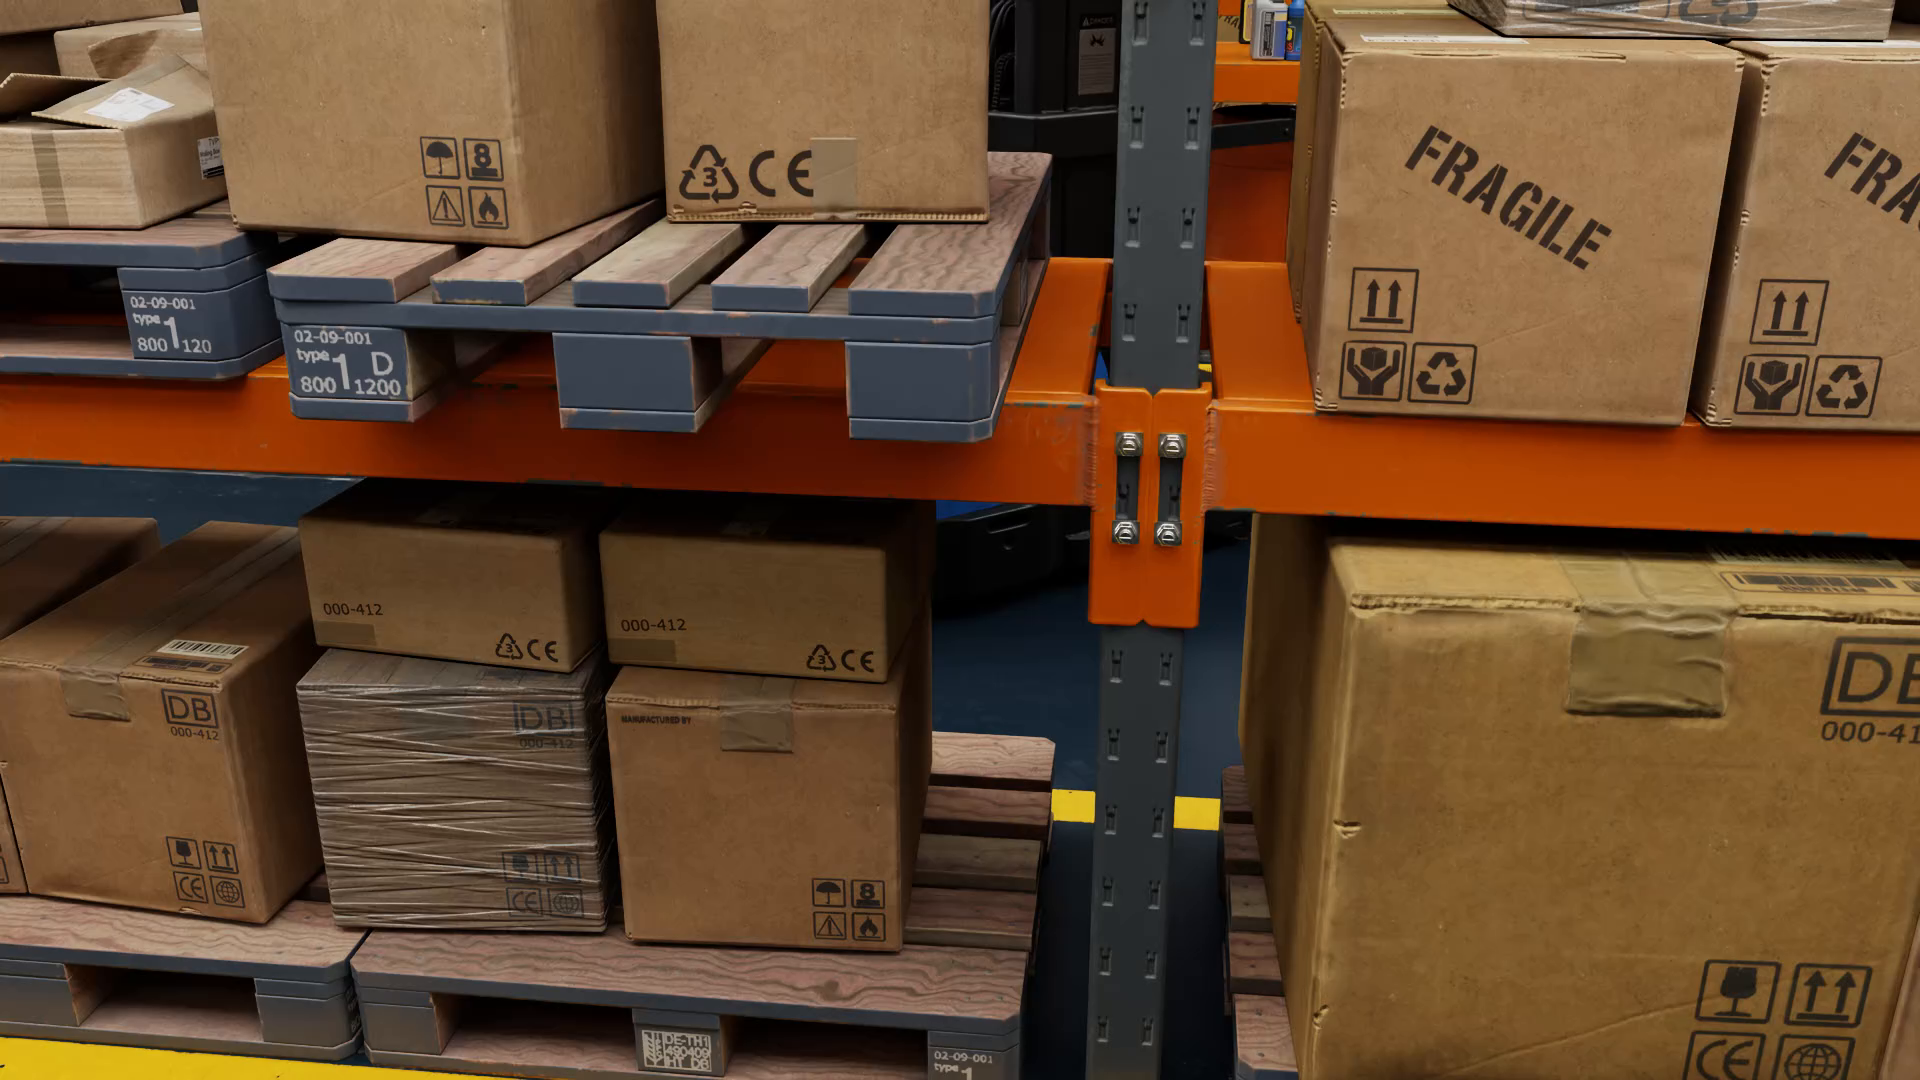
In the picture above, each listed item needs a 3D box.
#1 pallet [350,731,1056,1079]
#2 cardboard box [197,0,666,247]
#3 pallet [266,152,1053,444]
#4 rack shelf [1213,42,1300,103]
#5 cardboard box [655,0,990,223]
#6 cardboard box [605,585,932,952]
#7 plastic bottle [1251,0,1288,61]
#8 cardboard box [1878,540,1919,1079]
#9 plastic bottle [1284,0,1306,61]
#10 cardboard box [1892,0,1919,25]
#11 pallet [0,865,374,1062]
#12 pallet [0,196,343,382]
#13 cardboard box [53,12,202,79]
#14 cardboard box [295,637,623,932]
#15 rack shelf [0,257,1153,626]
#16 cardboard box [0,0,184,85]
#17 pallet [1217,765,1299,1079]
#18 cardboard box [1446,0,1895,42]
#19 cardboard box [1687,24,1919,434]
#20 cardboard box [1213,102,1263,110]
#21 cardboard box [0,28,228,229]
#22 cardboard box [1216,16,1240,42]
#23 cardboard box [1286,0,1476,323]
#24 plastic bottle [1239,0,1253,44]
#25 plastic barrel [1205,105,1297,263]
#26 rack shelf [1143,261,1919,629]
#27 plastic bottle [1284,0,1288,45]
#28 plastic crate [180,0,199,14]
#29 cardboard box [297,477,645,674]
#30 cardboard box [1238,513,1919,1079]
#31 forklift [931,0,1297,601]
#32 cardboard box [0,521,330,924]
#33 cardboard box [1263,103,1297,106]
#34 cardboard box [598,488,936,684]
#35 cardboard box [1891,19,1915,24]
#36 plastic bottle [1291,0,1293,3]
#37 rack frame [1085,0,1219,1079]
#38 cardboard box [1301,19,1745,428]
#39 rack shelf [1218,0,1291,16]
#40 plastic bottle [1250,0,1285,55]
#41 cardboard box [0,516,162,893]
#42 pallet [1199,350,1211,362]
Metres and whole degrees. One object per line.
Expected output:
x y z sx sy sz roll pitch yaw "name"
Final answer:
-0.440 0.699 3.384 1.213 0.211 1.003 2 22 6 "pallet"
-0.771 -0.801 2.679 0.500 0.500 0.700 6 22 14 "cardboard box"
-0.384 -0.466 2.799 1.003 0.211 1.213 2 22 6 "pallet"
2.905 -1.950 7.271 4.000 0.370 1.077 2 22 6 "rack shelf"
-0.205 -0.814 2.711 0.500 0.500 0.500 0 22 0 "cardboard box"
-0.332 0.373 3.218 0.500 0.500 0.700 1 22 3 "cardboard box"
1.311 -2.177 7.035 0.135 0.276 0.152 2 22 6 "plastic bottle"
1.903 0.309 2.898 0.875 0.875 1.225 3 22 6 "cardboard box"
1.423 -2.160 6.998 0.097 0.271 0.097 0 22 0 "plastic bottle"
1.707 -1.009 2.412 0.637 0.503 0.797 3 22 8 "cardboard box"
-1.648 0.646 3.519 1.213 0.211 1.003 2 22 6 "pallet"
-1.634 -0.545 2.998 1.213 0.211 1.003 2 22 6 "pallet"
-1.301 -0.845 3.130 0.500 0.250 0.500 2 22 5 "cardboard box"
-0.884 0.354 3.266 0.500 0.500 0.700 1 22 2 "cardboard box"
-1.650 -0.315 3.135 4.000 0.370 1.077 2 22 6 "rack shelf"
-1.904 -0.938 3.021 0.637 0.503 0.797 5 22 12 "cardboard box"
1.110 0.795 3.141 1.213 0.211 1.003 2 22 6 "pallet"
1.060 -1.038 2.486 0.637 0.503 0.797 3 22 8 "cardboard box"
1.299 -0.468 2.407 0.500 0.500 0.500 2 22 5 "cardboard box"
1.924 -3.098 11.997 0.500 0.500 0.500 3 22 9 "cardboard box"
-1.352 -0.669 2.665 0.258 0.266 0.396 2 22 5 "cardboard box"
2.800 -5.104 16.624 0.750 0.750 0.750 2 22 6 "cardboard box"
0.855 -0.679 2.940 0.500 0.500 0.500 3 22 8 "cardboard box"
1.371 -2.455 7.729 0.133 0.283 0.061 2 22 6 "plastic bottle"
1.407 -1.542 7.642 0.708 0.830 0.600 2 22 6 "plastic barrel"
2.322 -0.142 2.697 4.000 0.370 1.077 2 22 6 "rack shelf"
1.483 -2.406 7.715 0.097 0.201 0.097 0 22 0 "plastic bottle"
-3.558 -2.585 7.982 0.504 0.338 0.767 2 22 6 "plastic crate"
-0.861 0.009 3.119 0.500 0.250 0.500 5 22 12 "cardboard box"
1.019 0.267 3.003 0.875 0.875 1.225 2 22 4 "cardboard box"
0.558 -1.510 5.272 3.031 2.935 1.130 -14 25 -31 "forklift"
-1.448 0.332 3.322 0.500 0.500 0.700 4 22 11 "cardboard box"
2.445 -3.077 11.945 0.500 0.500 0.500 2 22 4 "cardboard box"
-0.333 0.028 3.070 0.500 0.250 0.500 3 22 8 "cardboard box"
1.350 -0.655 2.881 0.500 0.500 0.500 2 22 6 "cardboard box"
1.600 -2.445 7.704 0.133 0.283 0.061 2 22 6 "plastic bottle"
0.336 -0.563 2.784 0.127 3.000 1.000 2 22 6 "rack frame"
0.787 -0.489 2.461 0.500 0.500 0.500 3 22 8 "cardboard box"
3.492 -3.759 11.845 4.000 0.370 1.077 2 22 6 "rack shelf"
1.329 -2.232 7.176 0.135 0.276 0.152 2 22 6 "plastic bottle"
-2.002 0.308 3.383 0.500 0.500 0.700 1 22 2 "cardboard box"
1.707 -1.056 7.823 1.213 0.211 1.003 2 22 6 "pallet"
